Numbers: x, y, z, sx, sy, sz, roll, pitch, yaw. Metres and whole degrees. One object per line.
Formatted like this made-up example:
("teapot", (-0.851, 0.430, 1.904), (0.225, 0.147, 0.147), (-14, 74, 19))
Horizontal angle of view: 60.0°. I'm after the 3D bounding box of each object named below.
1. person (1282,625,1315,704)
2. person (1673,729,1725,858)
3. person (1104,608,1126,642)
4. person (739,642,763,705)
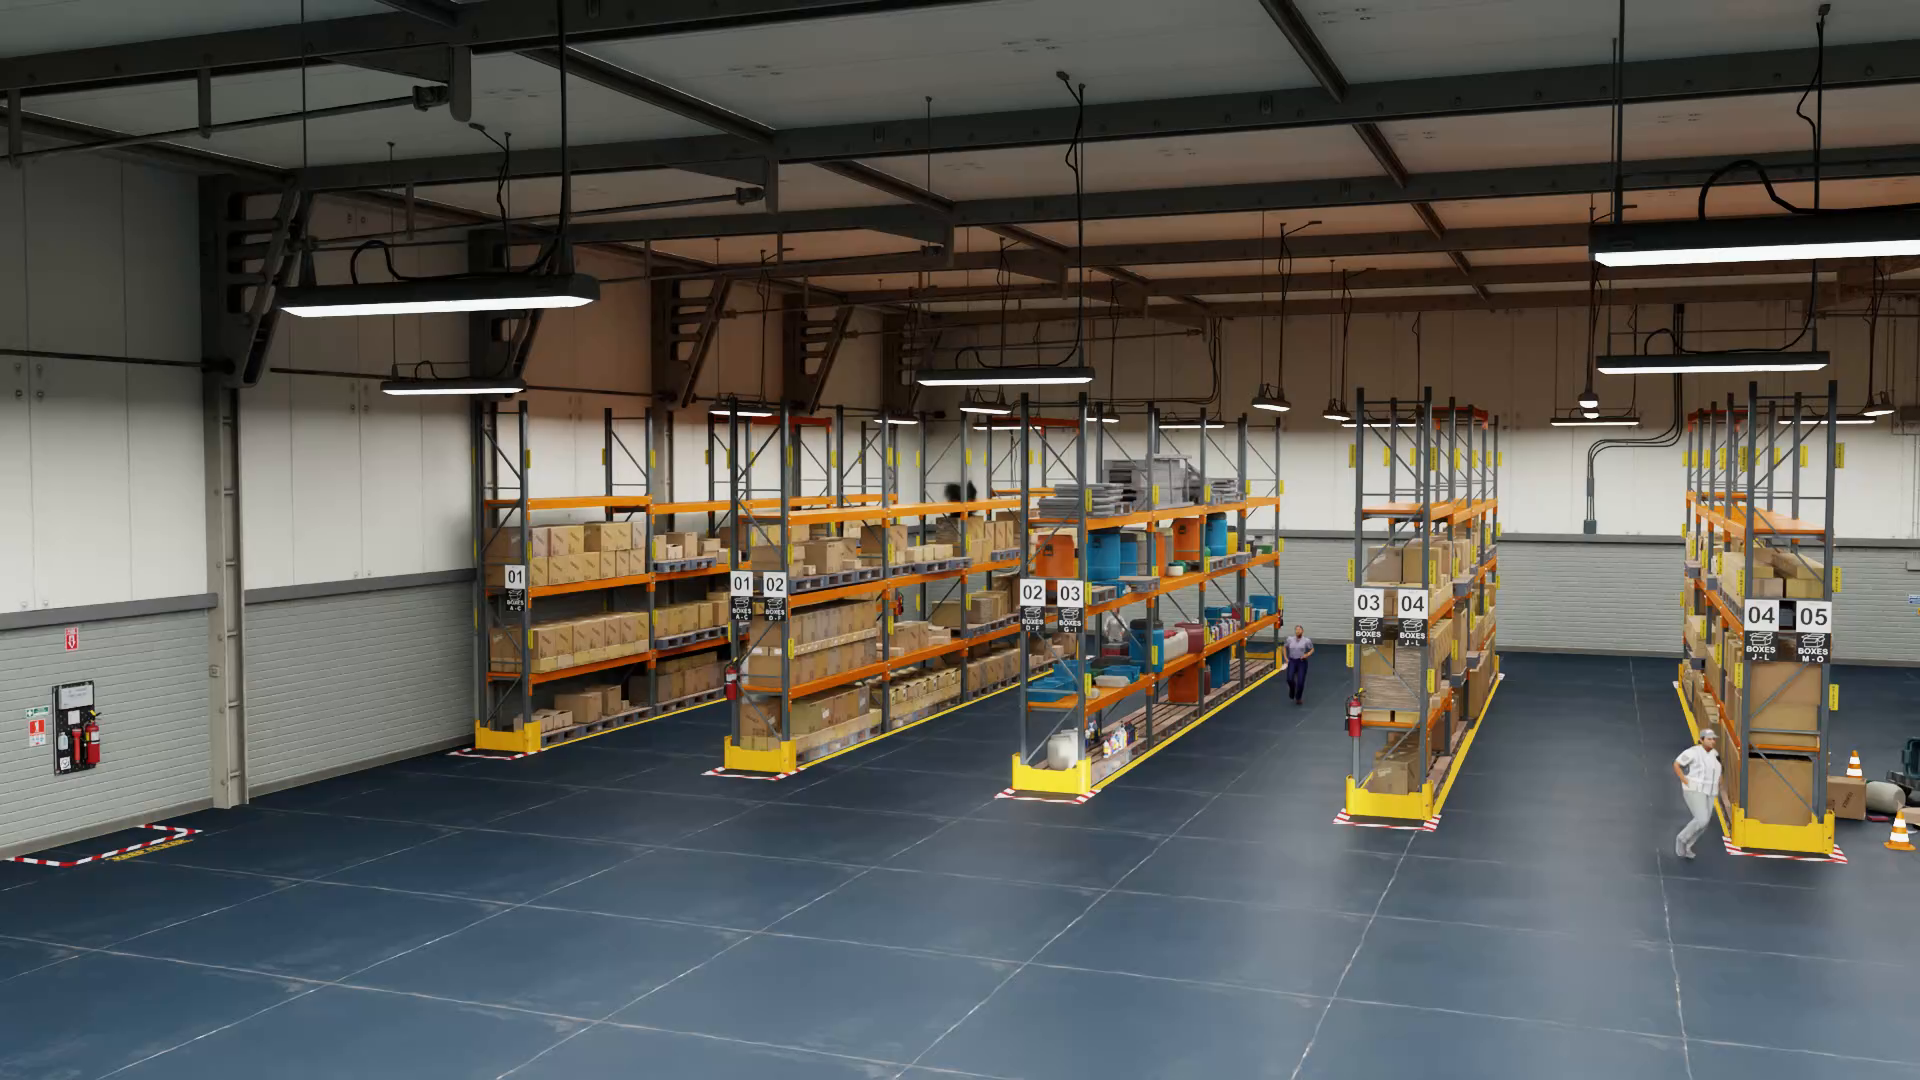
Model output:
("person", (6.897, 2.545, 33.963), (0.668, 1.606, 0.505), (1, 3, 18))
("person", (9.326, 3.177, 20.870), (0.617, 1.620, 0.513), (-1, 3, -22))
("person", (3.638, 2.324, 39.111), (0.535, 1.548, 0.566), (1, 3, 10))
("person", (-3.759, 2.695, 30.071), (0.702, 1.740, 0.707), (1, 3, 20))
